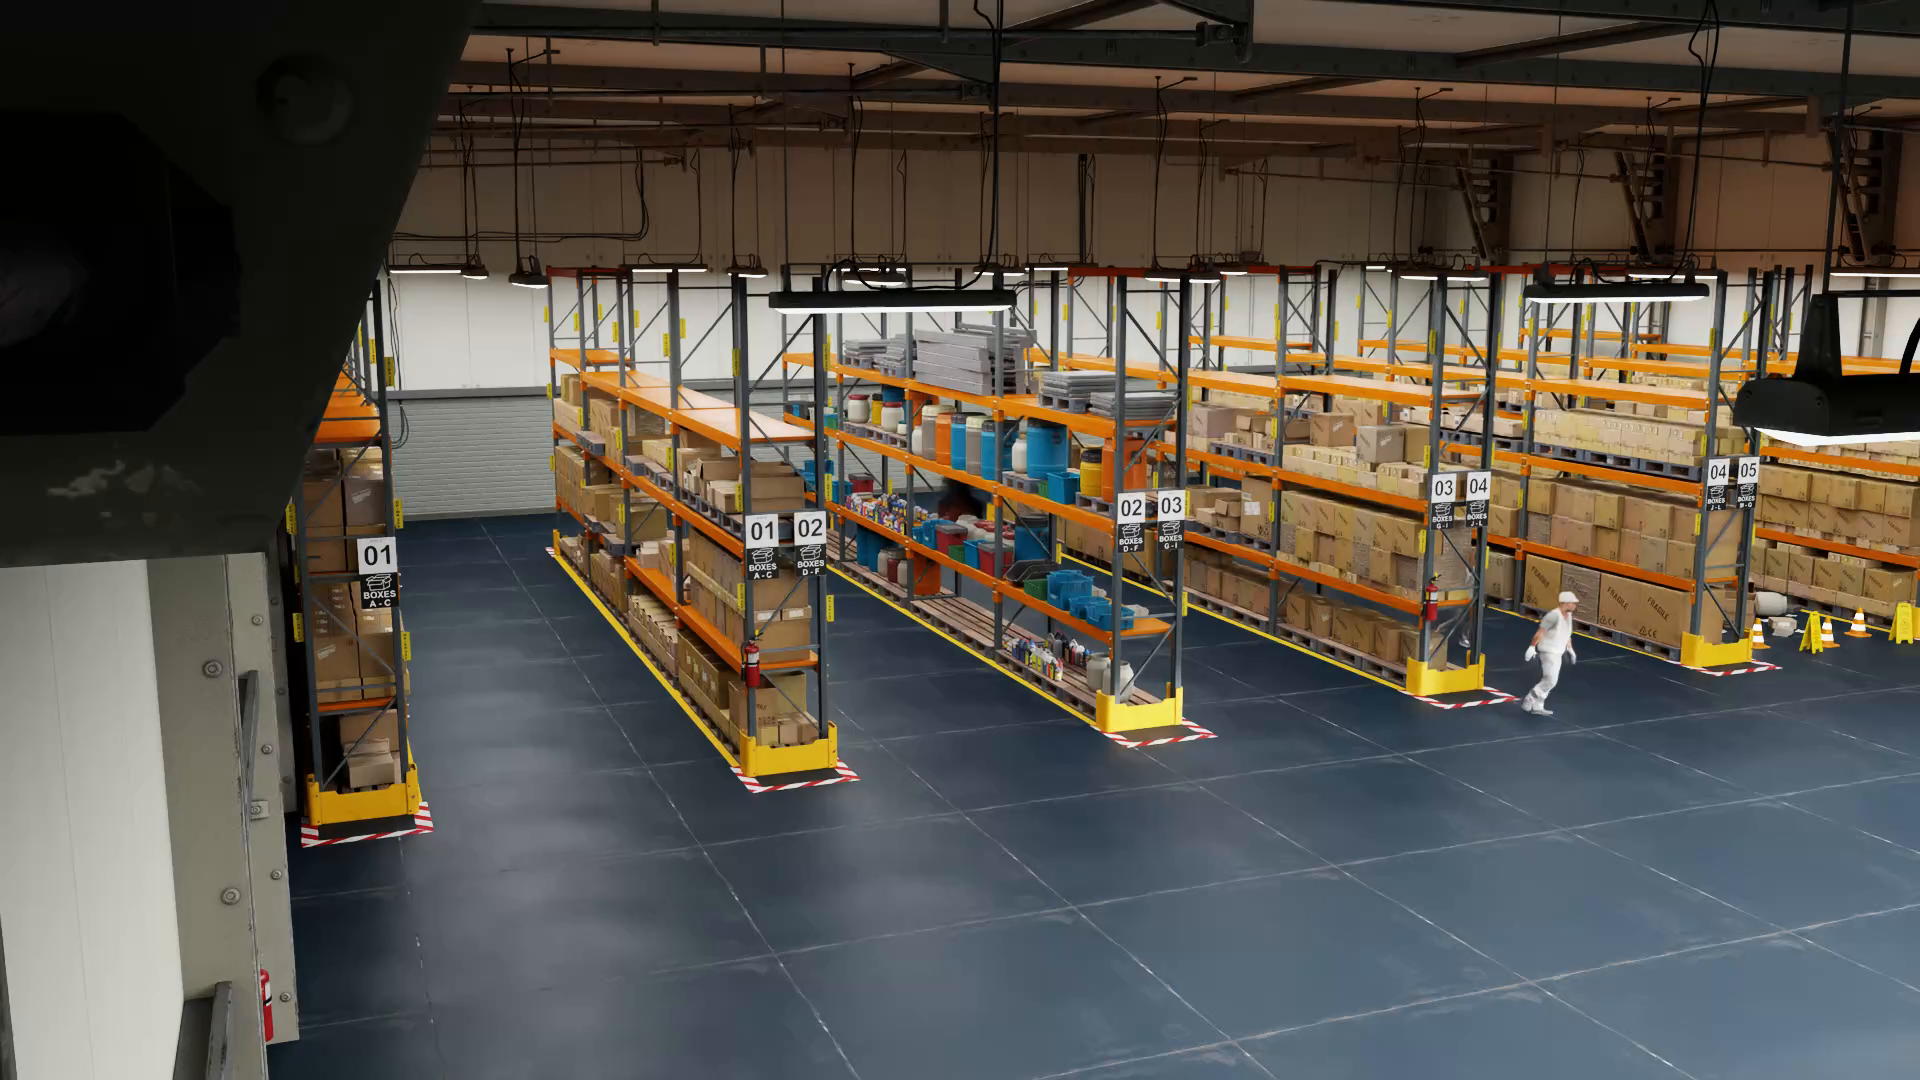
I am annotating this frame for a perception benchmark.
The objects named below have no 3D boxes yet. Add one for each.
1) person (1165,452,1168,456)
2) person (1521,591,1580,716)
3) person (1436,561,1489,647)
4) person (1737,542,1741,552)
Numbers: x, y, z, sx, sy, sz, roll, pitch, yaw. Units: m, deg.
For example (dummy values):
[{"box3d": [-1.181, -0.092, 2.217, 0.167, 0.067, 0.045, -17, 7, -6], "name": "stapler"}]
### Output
[{"box3d": [4.694, -1.227, 38.743, 0.695, 1.724, 0.624, -4, 11, -20], "name": "person"}, {"box3d": [8.089, 1.553, 22.739, 0.686, 1.752, 0.596, -10, 14, -44], "name": "person"}, {"box3d": [8.087, 0.967, 26.728, 0.665, 1.500, 0.685, -5, 11, -28], "name": "person"}, {"box3d": [15.796, -0.236, 33.778, 0.603, 1.483, 0.764, -8, 13, -38], "name": "person"}]
